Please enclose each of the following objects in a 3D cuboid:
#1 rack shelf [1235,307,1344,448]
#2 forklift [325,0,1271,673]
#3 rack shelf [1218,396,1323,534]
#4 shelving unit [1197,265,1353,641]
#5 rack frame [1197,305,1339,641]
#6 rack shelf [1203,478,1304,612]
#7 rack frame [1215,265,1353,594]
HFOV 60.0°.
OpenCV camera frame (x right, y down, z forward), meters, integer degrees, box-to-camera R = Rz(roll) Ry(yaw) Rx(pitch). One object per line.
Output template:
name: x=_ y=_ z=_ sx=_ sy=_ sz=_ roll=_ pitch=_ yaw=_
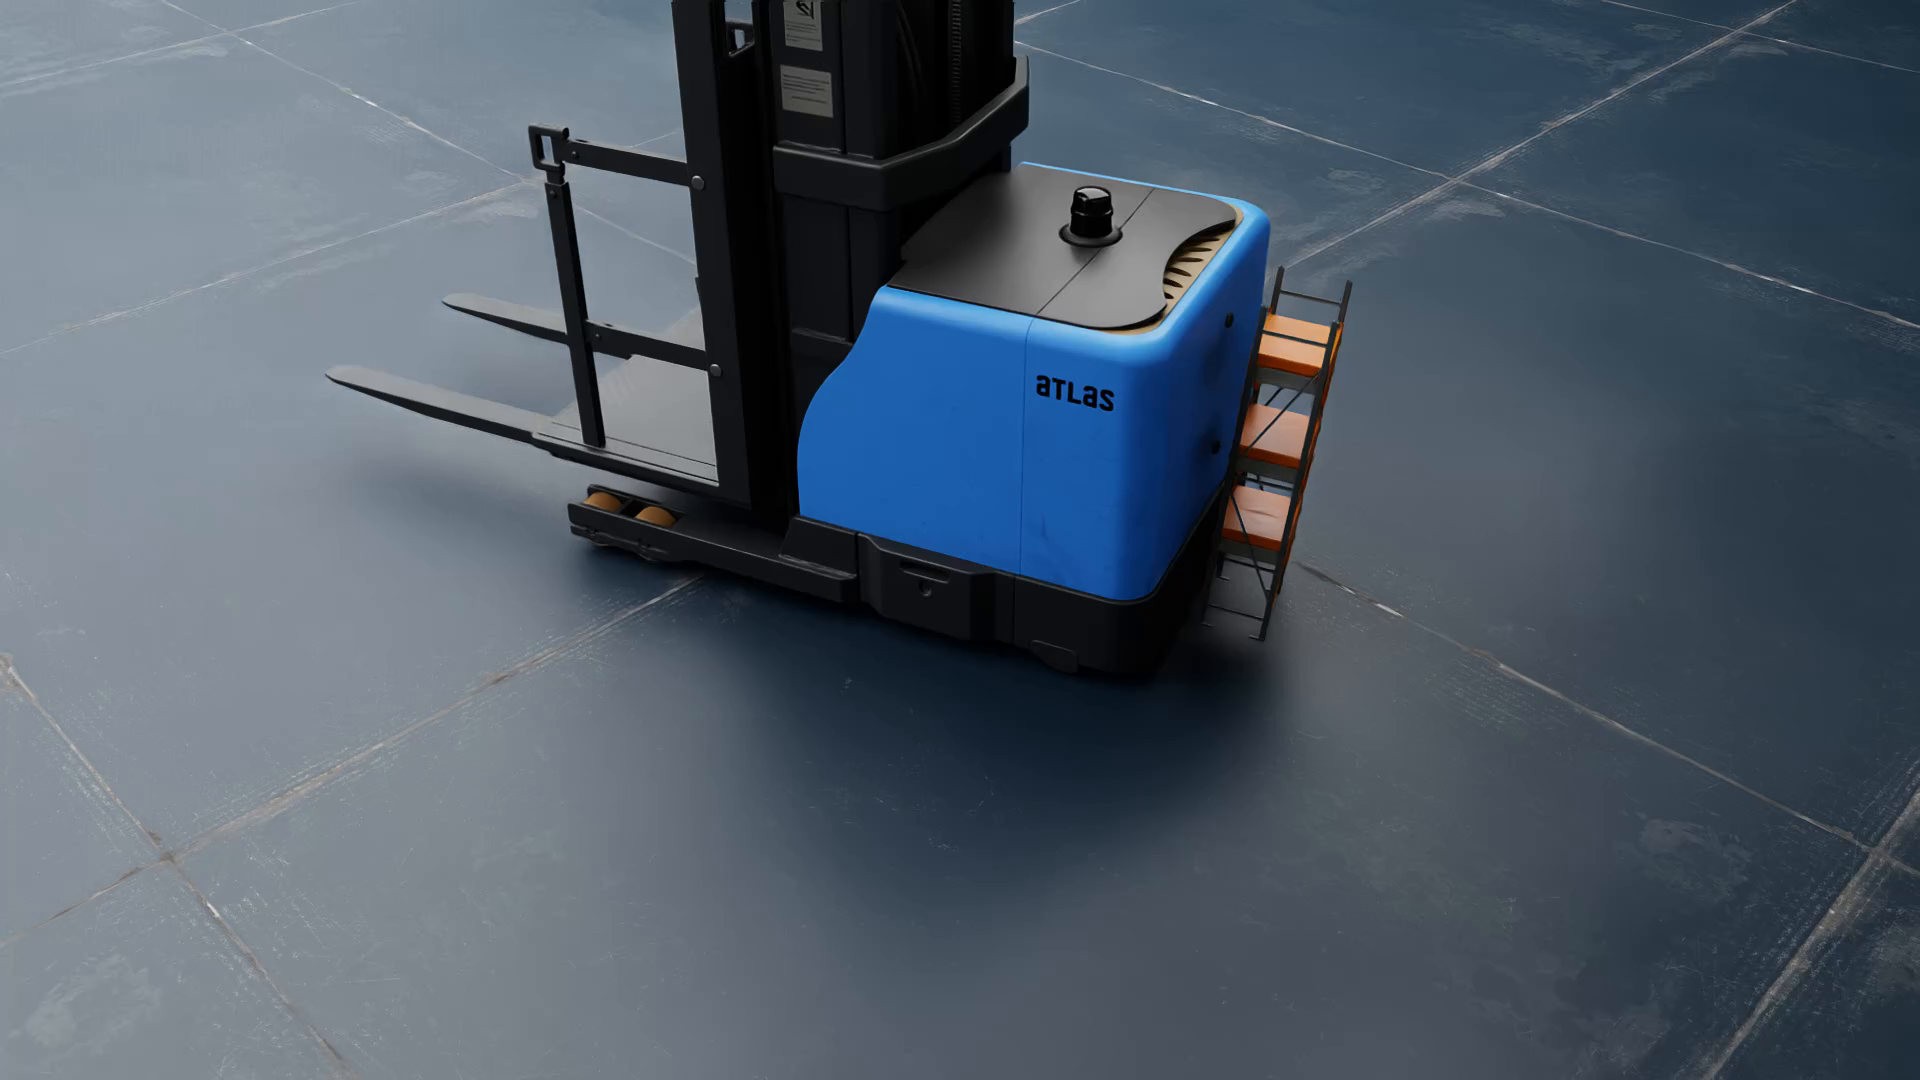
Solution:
rack shelf: x=0.887 y=-0.439 z=4.472 sx=0.215 sy=0.259 sz=0.240 roll=15 pitch=37 yaw=13
forklift: x=-0.657 y=-1.393 z=4.685 sx=3.031 sy=2.935 sz=1.130 roll=15 pitch=38 yaw=20
rack shelf: x=0.867 y=-0.211 z=4.640 sx=0.215 sy=0.259 sz=0.240 roll=15 pitch=37 yaw=13
shelving unit: x=0.867 y=-0.220 z=4.634 sx=0.215 sy=1.050 sz=0.252 roll=15 pitch=37 yaw=13
rack frame: x=0.827 y=-0.154 z=4.540 sx=0.200 sy=1.050 sz=0.008 roll=15 pitch=37 yaw=13
rack shelf: x=0.847 y=0.012 z=4.805 sx=0.215 sy=0.259 sz=0.240 roll=15 pitch=37 yaw=13
rack frame: x=0.908 y=-0.286 z=4.728 sx=0.200 sy=1.050 sz=0.008 roll=15 pitch=37 yaw=13
